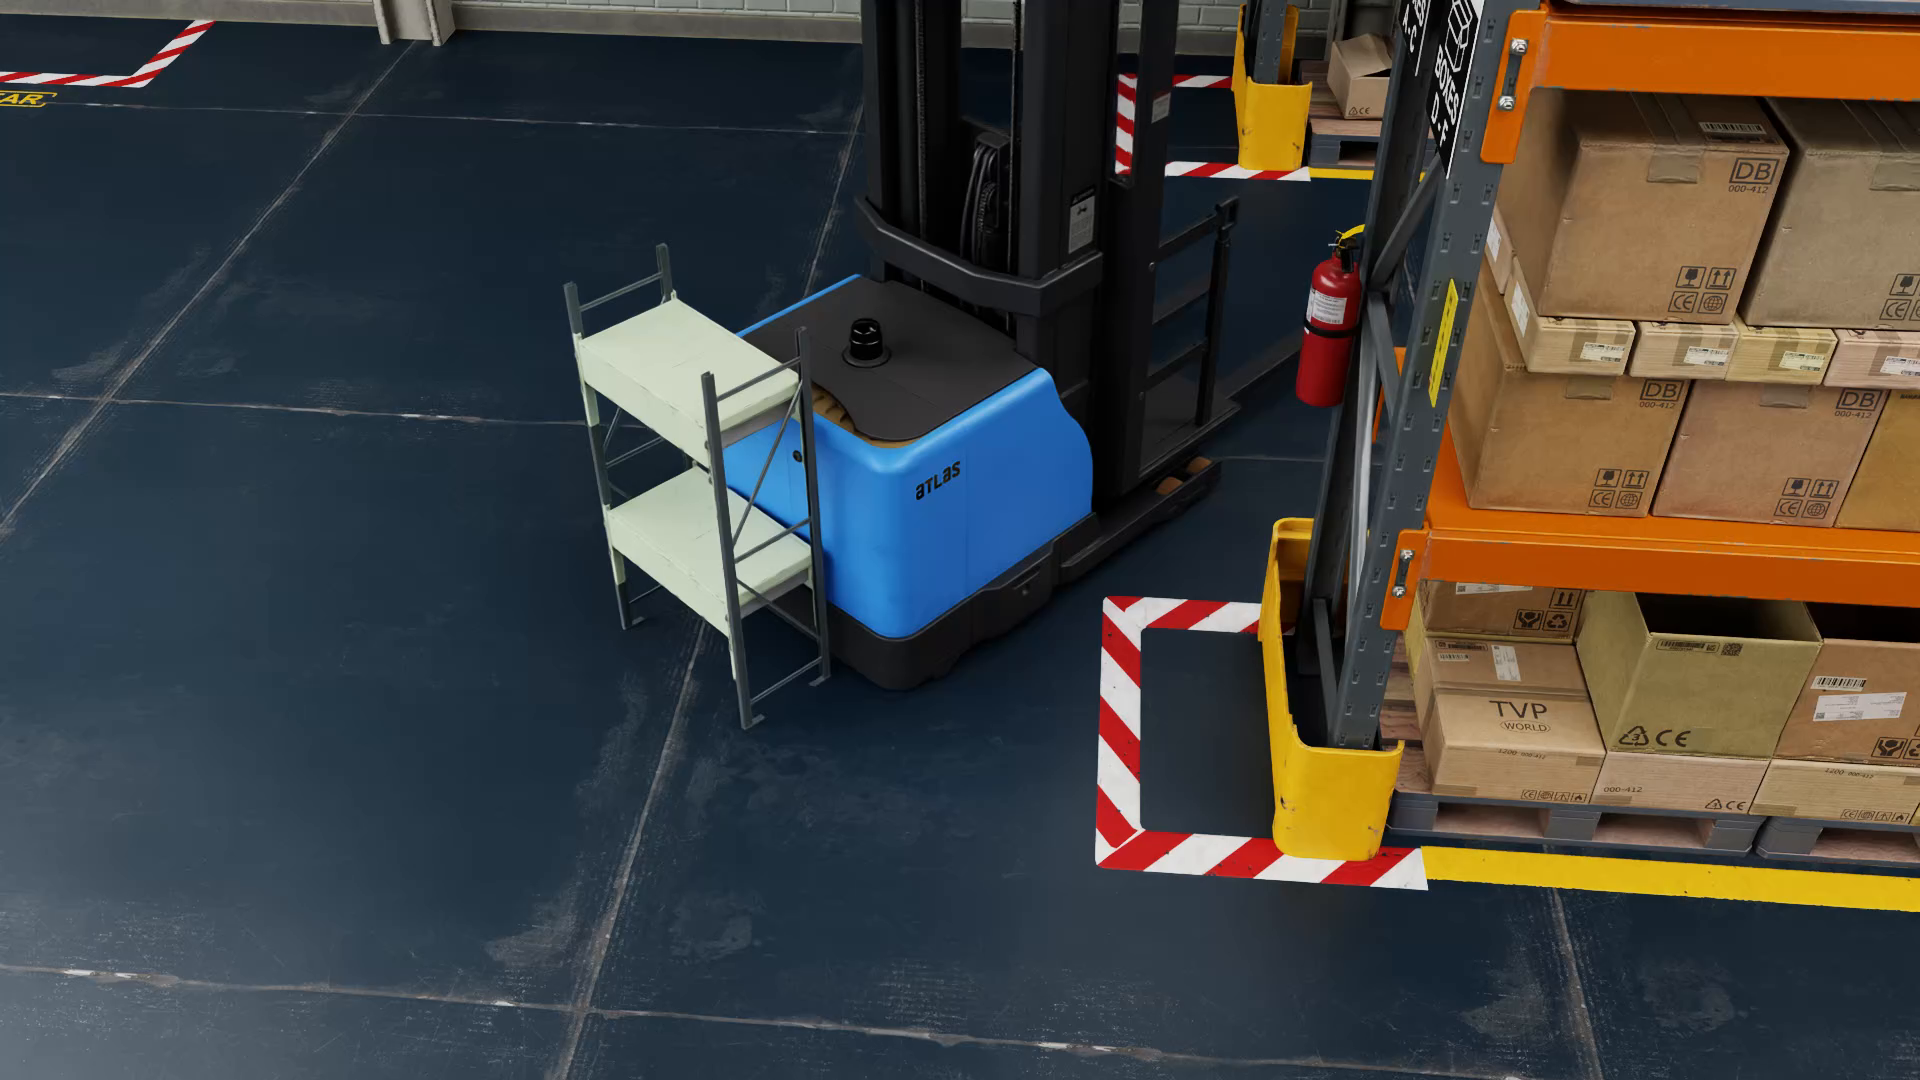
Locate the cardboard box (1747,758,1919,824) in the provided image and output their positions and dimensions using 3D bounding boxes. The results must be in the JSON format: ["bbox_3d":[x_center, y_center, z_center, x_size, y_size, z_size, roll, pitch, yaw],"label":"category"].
[{"bbox_3d":[2.795,0.644,5.429,0.500,0.250,0.500,3,39,4],"label":"cardboard box"}]

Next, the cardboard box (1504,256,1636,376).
[{"bbox_3d":[1.656,-0.615,4.536,0.250,0.149,0.380,3,39,4],"label":"cardboard box"}]

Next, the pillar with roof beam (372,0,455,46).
[{"bbox_3d":[-3.870,-4.049,4.596,0.400,9.000,9.100,3,39,4],"label":"pillar with roof beam"}]

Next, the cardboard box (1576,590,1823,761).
[{"bbox_3d":[2.297,0.326,5.224,0.500,0.500,0.500,3,39,4],"label":"cardboard box"}]

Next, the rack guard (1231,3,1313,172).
[{"bbox_3d":[1.783,-2.624,9.577,0.348,0.500,1.175,3,39,4],"label":"rack guard"}]

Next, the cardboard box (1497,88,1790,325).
[{"bbox_3d":[1.800,-0.987,4.480,0.500,0.500,0.700,3,39,4],"label":"cardboard box"}]

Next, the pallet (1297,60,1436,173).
[{"bbox_3d":[2.589,-2.445,9.587,1.213,0.211,1.003,3,39,4],"label":"pallet"}]

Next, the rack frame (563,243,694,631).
[{"bbox_3d":[-1.135,-0.328,5.965,0.400,1.500,0.023,-31,49,-33],"label":"rack frame"}]

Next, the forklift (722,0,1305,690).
[{"bbox_3d":[0.448,-1.432,6.187,1.130,2.935,3.031,31,48,32],"label":"forklift"}]

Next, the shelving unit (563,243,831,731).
[{"bbox_3d":[-0.881,-0.161,5.760,0.431,1.500,0.755,-31,49,-33],"label":"shelving unit"}]

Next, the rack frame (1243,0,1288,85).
[{"bbox_3d":[1.707,-3.597,8.793,0.127,3.000,1.000,3,39,4],"label":"rack frame"}]

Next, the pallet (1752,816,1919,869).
[{"bbox_3d":[3.261,0.683,5.743,1.213,0.211,1.003,3,39,4],"label":"pallet"}]

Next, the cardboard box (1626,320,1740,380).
[{"bbox_3d":[1.919,-0.602,4.521,0.250,0.149,0.380,2,39,3],"label":"cardboard box"}]

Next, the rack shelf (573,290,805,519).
[{"bbox_3d":[-0.881,-0.464,5.514,0.431,0.370,0.720,-31,49,-33],"label":"rack shelf"}]

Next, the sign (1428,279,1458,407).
[{"bbox_3d":[1.230,-0.499,4.239,0.005,0.325,0.100,3,39,4],"label":"sign"}]

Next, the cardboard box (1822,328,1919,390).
[{"bbox_3d":[2.419,-0.573,4.484,0.250,0.149,0.380,3,39,3],"label":"cardboard box"}]

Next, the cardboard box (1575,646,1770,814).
[{"bbox_3d":[2.297,0.616,5.462,0.500,0.250,0.500,3,39,4],"label":"cardboard box"}]

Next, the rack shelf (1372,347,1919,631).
[{"bbox_3d":[3.276,-0.093,5.059,4.000,0.370,1.077,3,39,4],"label":"rack shelf"}]

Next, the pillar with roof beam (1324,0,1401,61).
[{"bbox_3d":[2.108,-3.722,4.194,0.400,9.000,9.100,3,39,4],"label":"pillar with roof beam"}]

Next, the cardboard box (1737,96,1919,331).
[{"bbox_3d":[2.325,-0.962,4.449,0.500,0.500,0.700,2,39,3],"label":"cardboard box"}]

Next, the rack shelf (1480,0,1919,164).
[{"bbox_3d":[3.276,-1.257,4.112,4.000,0.370,1.077,3,39,4],"label":"rack shelf"}]

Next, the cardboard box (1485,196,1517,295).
[{"bbox_3d":[1.681,-0.871,4.851,0.250,0.149,0.380,3,39,3],"label":"cardboard box"}]

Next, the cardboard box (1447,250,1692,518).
[{"bbox_3d":[1.748,-0.487,4.893,0.500,0.500,0.700,3,39,4],"label":"cardboard box"}]

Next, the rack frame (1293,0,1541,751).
[{"bbox_3d":[1.284,-0.481,4.965,0.127,3.000,1.000,3,39,4],"label":"rack frame"}]

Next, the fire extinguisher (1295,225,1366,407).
[{"bbox_3d":[1.206,-0.750,5.357,0.183,0.674,0.296,3,39,4],"label":"fire extinguisher"}]

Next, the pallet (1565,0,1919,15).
[{"bbox_3d":[1.986,-1.556,3.979,1.213,0.211,1.003,3,39,4],"label":"pallet"}]

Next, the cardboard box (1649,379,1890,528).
[{"bbox_3d":[2.271,-0.461,4.861,0.500,0.500,0.700,4,39,5],"label":"cardboard box"}]

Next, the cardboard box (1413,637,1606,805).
[{"bbox_3d":[1.799,0.591,5.493,0.500,0.250,0.500,3,39,4],"label":"cardboard box"}]

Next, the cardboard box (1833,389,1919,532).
[{"bbox_3d":[2.765,-0.430,4.823,0.500,0.500,0.700,3,39,4],"label":"cardboard box"}]

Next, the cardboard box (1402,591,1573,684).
[{"bbox_3d":[1.843,0.265,5.893,0.500,0.250,0.500,3,39,4],"label":"cardboard box"}]

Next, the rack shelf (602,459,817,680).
[{"bbox_3d":[-0.881,0.091,5.966,0.431,0.370,0.720,-31,49,-33],"label":"rack shelf"}]

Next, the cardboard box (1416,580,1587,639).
[{"bbox_3d":[1.844,-0.027,5.658,0.500,0.500,0.500,3,39,4],"label":"cardboard box"}]

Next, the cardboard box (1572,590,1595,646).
[{"bbox_3d":[2.343,0.285,5.869,0.500,0.250,0.500,3,39,4],"label":"cardboard box"}]

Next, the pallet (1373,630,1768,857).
[{"bbox_3d":[2.049,0.615,5.827,1.213,0.211,1.003,3,39,4],"label":"pallet"}]

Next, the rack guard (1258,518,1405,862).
[{"bbox_3d":[1.260,0.487,5.756,0.348,0.500,1.175,3,39,4],"label":"rack guard"}]

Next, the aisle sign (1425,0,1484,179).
[{"bbox_3d":[1.192,-1.301,3.912,0.004,0.787,0.394,3,39,4],"label":"aisle sign"}]

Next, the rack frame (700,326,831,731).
[{"bbox_3d":[-0.627,0.005,5.556,0.400,1.500,0.023,-31,49,-33],"label":"rack frame"}]

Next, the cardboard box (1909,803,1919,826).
[{"bbox_3d":[3.293,0.674,5.391,0.500,0.250,0.500,3,39,4],"label":"cardboard box"}]

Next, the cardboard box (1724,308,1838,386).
[{"bbox_3d":[2.168,-0.588,4.503,0.250,0.149,0.380,3,39,4],"label":"cardboard box"}]

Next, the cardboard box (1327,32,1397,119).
[{"bbox_3d":[2.389,-2.631,9.387,0.500,0.311,0.500,-1,39,-1],"label":"cardboard box"}]

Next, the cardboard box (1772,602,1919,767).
[{"bbox_3d":[2.796,0.346,5.201,0.500,0.500,0.500,3,39,4],"label":"cardboard box"}]

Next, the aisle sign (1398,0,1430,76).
[{"bbox_3d":[1.244,-1.678,4.376,0.004,0.787,0.394,3,39,4],"label":"aisle sign"}]
